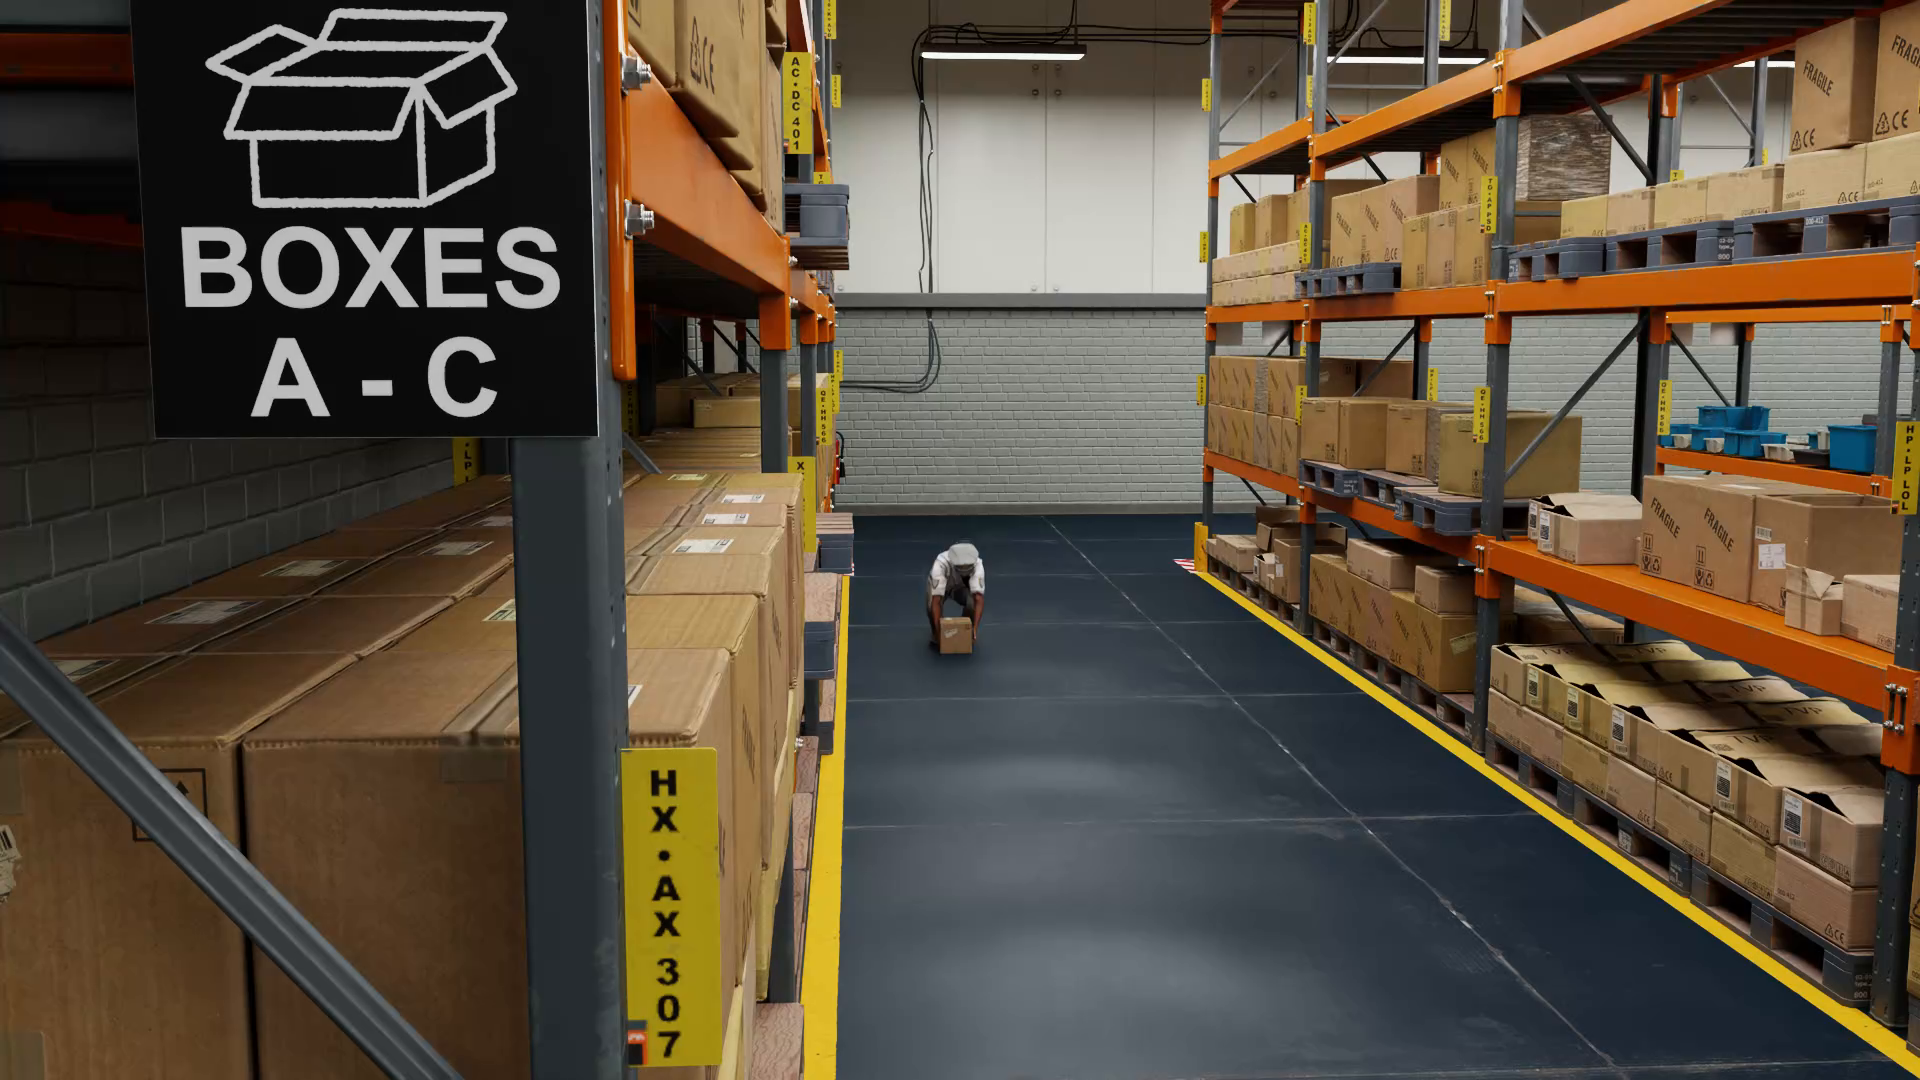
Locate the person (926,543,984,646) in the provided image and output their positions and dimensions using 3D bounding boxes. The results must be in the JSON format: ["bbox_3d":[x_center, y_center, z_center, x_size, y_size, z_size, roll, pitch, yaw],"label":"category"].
[{"bbox_3d":[-0.045,0.426,13.598,0.471,0.866,0.865,0,7,-4],"label":"person"}]
